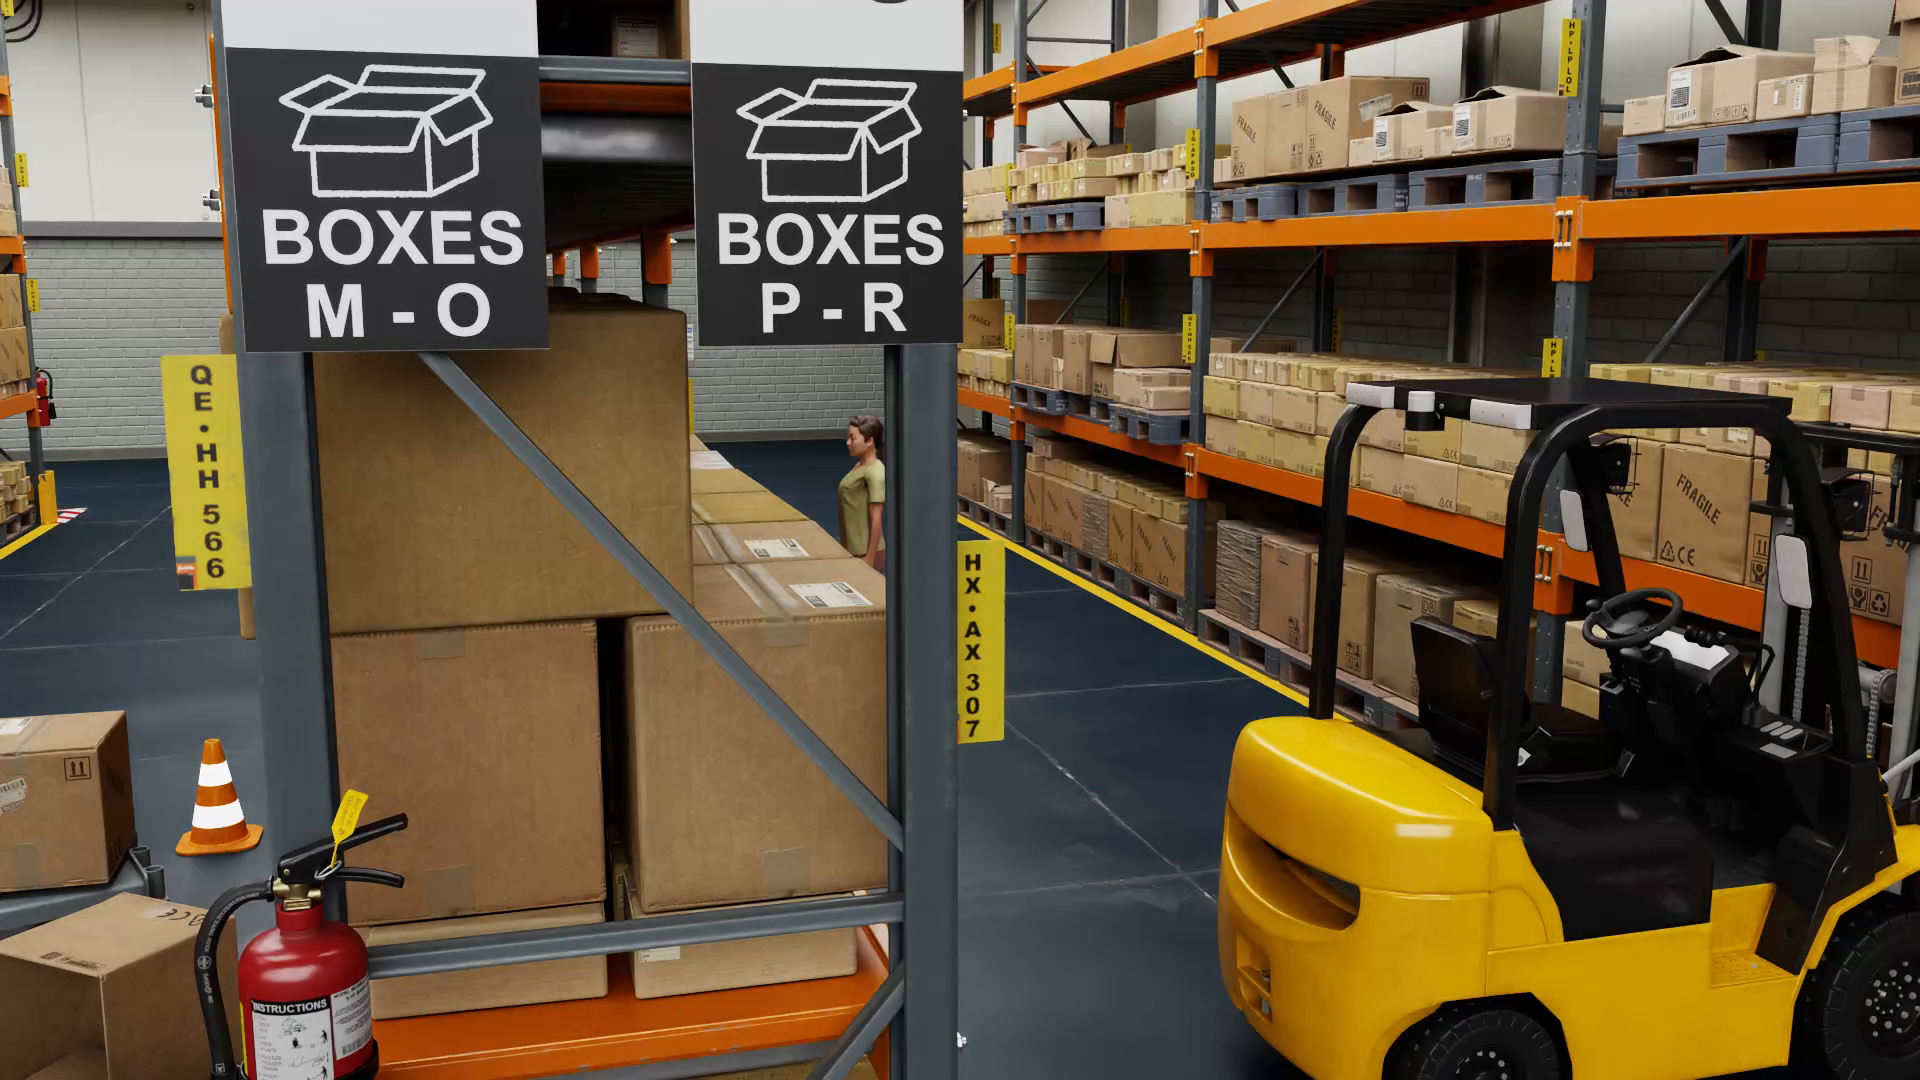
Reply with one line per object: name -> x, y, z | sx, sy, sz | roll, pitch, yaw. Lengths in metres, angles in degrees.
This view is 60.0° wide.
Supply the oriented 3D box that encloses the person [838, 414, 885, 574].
person -> -0.562, 0.087, 9.875 | 0.365, 1.670, 0.442 | -2, 10, -15
